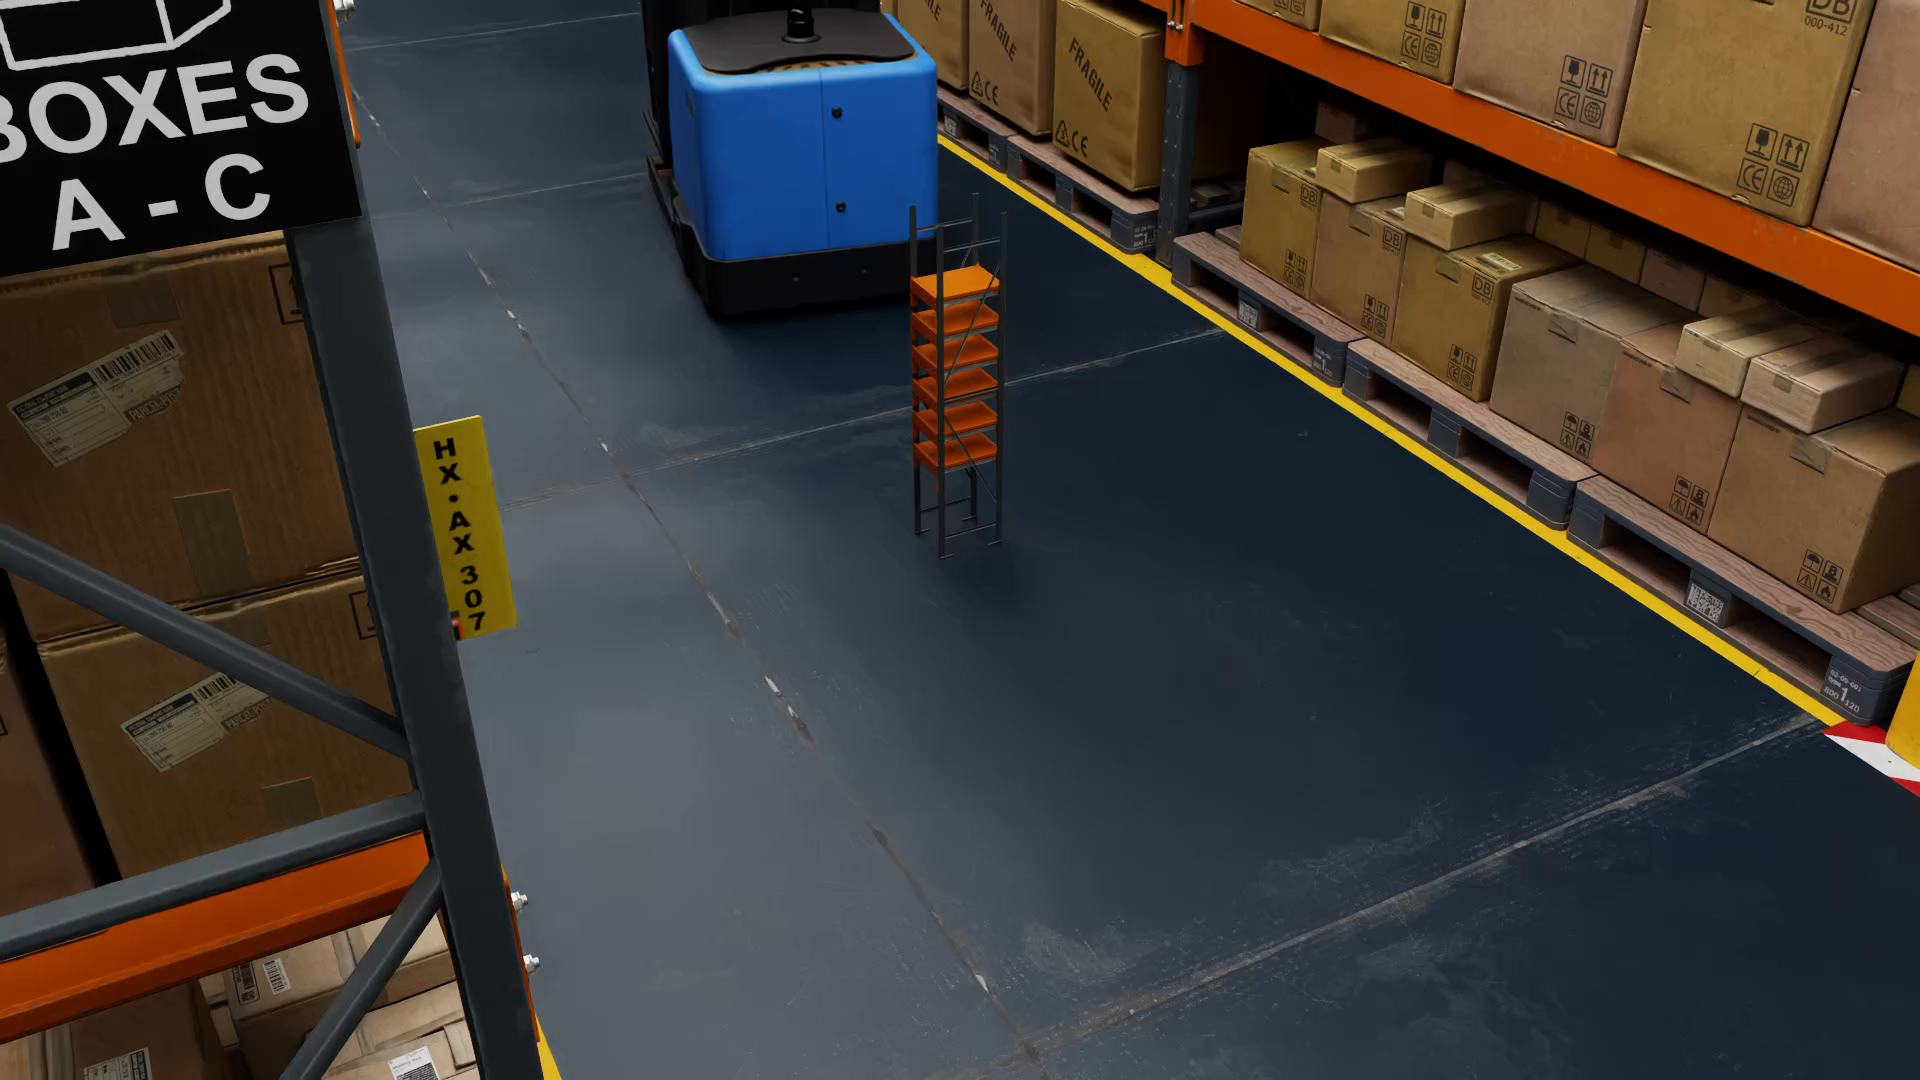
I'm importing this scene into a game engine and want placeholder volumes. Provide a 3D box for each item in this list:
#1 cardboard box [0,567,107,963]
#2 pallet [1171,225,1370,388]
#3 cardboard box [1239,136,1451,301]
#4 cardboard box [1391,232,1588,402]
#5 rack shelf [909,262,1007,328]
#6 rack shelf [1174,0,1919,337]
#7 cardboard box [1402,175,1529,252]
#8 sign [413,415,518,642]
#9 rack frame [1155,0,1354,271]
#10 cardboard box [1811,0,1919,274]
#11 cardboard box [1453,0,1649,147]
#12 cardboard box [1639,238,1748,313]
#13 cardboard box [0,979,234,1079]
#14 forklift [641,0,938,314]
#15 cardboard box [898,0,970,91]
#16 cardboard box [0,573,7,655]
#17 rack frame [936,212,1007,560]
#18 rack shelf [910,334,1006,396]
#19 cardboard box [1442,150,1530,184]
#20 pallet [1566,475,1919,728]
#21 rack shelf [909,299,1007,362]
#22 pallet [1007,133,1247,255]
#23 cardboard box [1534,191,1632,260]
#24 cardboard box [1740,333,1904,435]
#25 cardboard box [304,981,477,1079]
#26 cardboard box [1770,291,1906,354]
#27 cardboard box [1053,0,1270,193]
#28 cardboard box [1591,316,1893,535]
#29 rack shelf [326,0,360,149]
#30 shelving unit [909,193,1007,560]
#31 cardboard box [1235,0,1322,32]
[{"bbox_3d":[-1.582,0.305,2.401,0.500,0.500,0.500,-15,35,-22],"label":"cardboard box"},{"bbox_3d":[1.668,-1.108,7.283,1.003,0.211,1.213,-16,36,-23],"label":"pallet"},{"bbox_3d":[1.641,-1.406,7.092,0.700,0.500,0.500,-15,36,-23],"label":"cardboard box"},{"bbox_3d":[2.110,-0.920,6.333,0.700,0.500,0.500,-15,36,-22],"label":"cardboard box"},{"bbox_3d":[-0.007,-0.778,5.267,0.258,0.103,0.180,-16,36,-23],"label":"rack shelf"},{"bbox_3d":[2.315,-1.407,5.833,1.077,0.370,4.000,-16,36,-23],"label":"rack shelf"},{"bbox_3d":[1.883,-1.221,6.202,0.380,0.149,0.250,-17,36,-24],"label":"cardboard box"},{"bbox_3d":[-0.653,-0.009,2.181,0.100,0.325,0.005,-16,36,-23],"label":"sign"},{"bbox_3d":[1.383,-2.665,7.128,1.000,3.000,0.127,-16,36,-23],"label":"rack frame"},{"bbox_3d":[3.001,-1.123,4.444,0.980,0.700,0.700,-14,35,-21],"label":"cardboard box"},{"bbox_3d":[2.305,-1.833,5.553,0.980,0.700,0.700,-18,37,-25],"label":"cardboard box"},{"bbox_3d":[2.596,-0.935,5.755,0.380,0.149,0.250,-15,36,-22],"label":"cardboard box"},{"bbox_3d":[-1.604,1.162,3.065,0.500,0.500,0.500,-16,36,-23],"label":"cardboard box"},{"bbox_3d":[-0.981,-2.993,7.705,1.130,2.935,3.031,-9,34,-14],"label":"forklift"},{"bbox_3d":[0.148,-3.042,9.320,0.750,0.750,0.750,-16,36,-23],"label":"cardboard box"},{"bbox_3d":[-1.583,-0.114,2.128,0.500,0.500,0.500,-16,36,-24],"label":"cardboard box"},{"bbox_3d":[0.036,-0.468,5.369,0.240,1.200,0.006,-16,36,-23],"label":"rack frame"},{"bbox_3d":[-0.007,-0.576,5.396,0.258,0.103,0.180,-16,36,-23],"label":"rack shelf"},{"bbox_3d":[2.120,-1.422,6.515,0.380,0.149,0.250,-17,36,-25],"label":"cardboard box"},{"bbox_3d":[2.806,0.057,5.466,1.003,0.211,1.213,-16,36,-23],"label":"pallet"},{"bbox_3d":[-0.007,-0.677,5.332,0.258,0.103,0.180,-16,36,-23],"label":"rack shelf"},{"bbox_3d":[0.957,-1.840,8.426,1.003,0.211,1.213,-16,36,-23],"label":"pallet"},{"bbox_3d":[2.358,-1.178,6.135,0.380,0.149,0.250,-17,36,-24],"label":"cardboard box"},{"bbox_3d":[2.612,-0.477,5.041,0.380,0.149,0.250,-16,36,-24],"label":"cardboard box"},{"bbox_3d":[-1.140,1.094,3.480,0.380,0.166,0.250,-16,36,-23],"label":"cardboard box"},{"bbox_3d":[2.831,-0.694,5.379,0.380,0.149,0.250,-16,36,-23],"label":"cardboard box"},{"bbox_3d":[0.965,-2.214,8.028,0.750,0.750,0.750,-15,36,-23],"label":"cardboard box"},{"bbox_3d":[2.600,-0.428,5.565,0.700,0.500,0.500,-16,36,-23],"label":"cardboard box"},{"bbox_3d":[-2.065,-1.422,3.076,1.077,0.370,4.000,-16,36,-23],"label":"rack shelf"},{"bbox_3d":[-0.007,-0.512,5.437,0.258,1.200,0.189,-16,36,-23],"label":"shelving unit"},{"bbox_3d":[1.621,-2.528,6.637,0.980,0.700,0.700,-15,36,-22],"label":"cardboard box"}]
